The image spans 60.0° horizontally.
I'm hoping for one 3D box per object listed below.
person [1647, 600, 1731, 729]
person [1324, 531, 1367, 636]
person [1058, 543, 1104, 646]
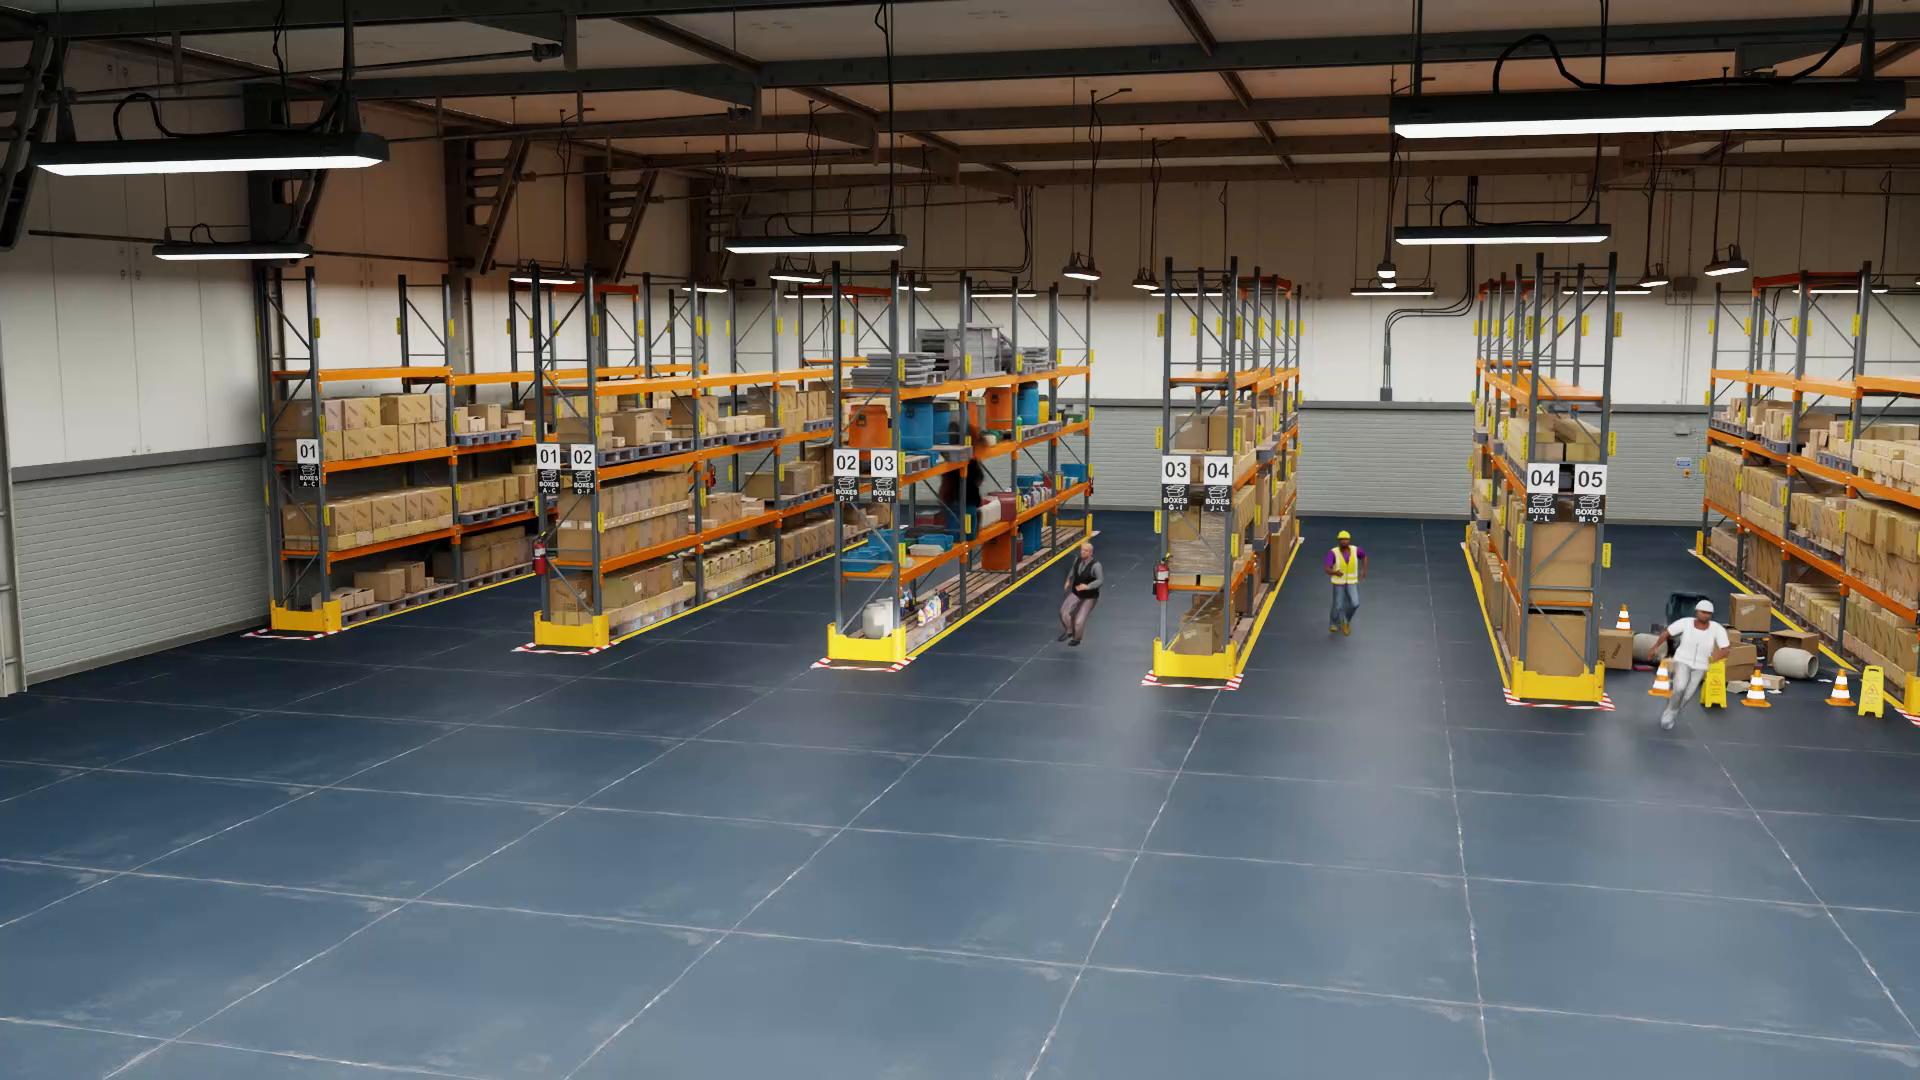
[{"bbox_3d":[9.112,1.565,20.730,0.873,1.665,0.716,1,7,8],"label":"person"},{"bbox_3d":[6.277,0.702,27.015,0.738,1.720,0.829,0,7,1],"label":"person"},{"bbox_3d":[1.808,0.842,25.142,0.831,1.623,0.680,4,8,31],"label":"person"}]
